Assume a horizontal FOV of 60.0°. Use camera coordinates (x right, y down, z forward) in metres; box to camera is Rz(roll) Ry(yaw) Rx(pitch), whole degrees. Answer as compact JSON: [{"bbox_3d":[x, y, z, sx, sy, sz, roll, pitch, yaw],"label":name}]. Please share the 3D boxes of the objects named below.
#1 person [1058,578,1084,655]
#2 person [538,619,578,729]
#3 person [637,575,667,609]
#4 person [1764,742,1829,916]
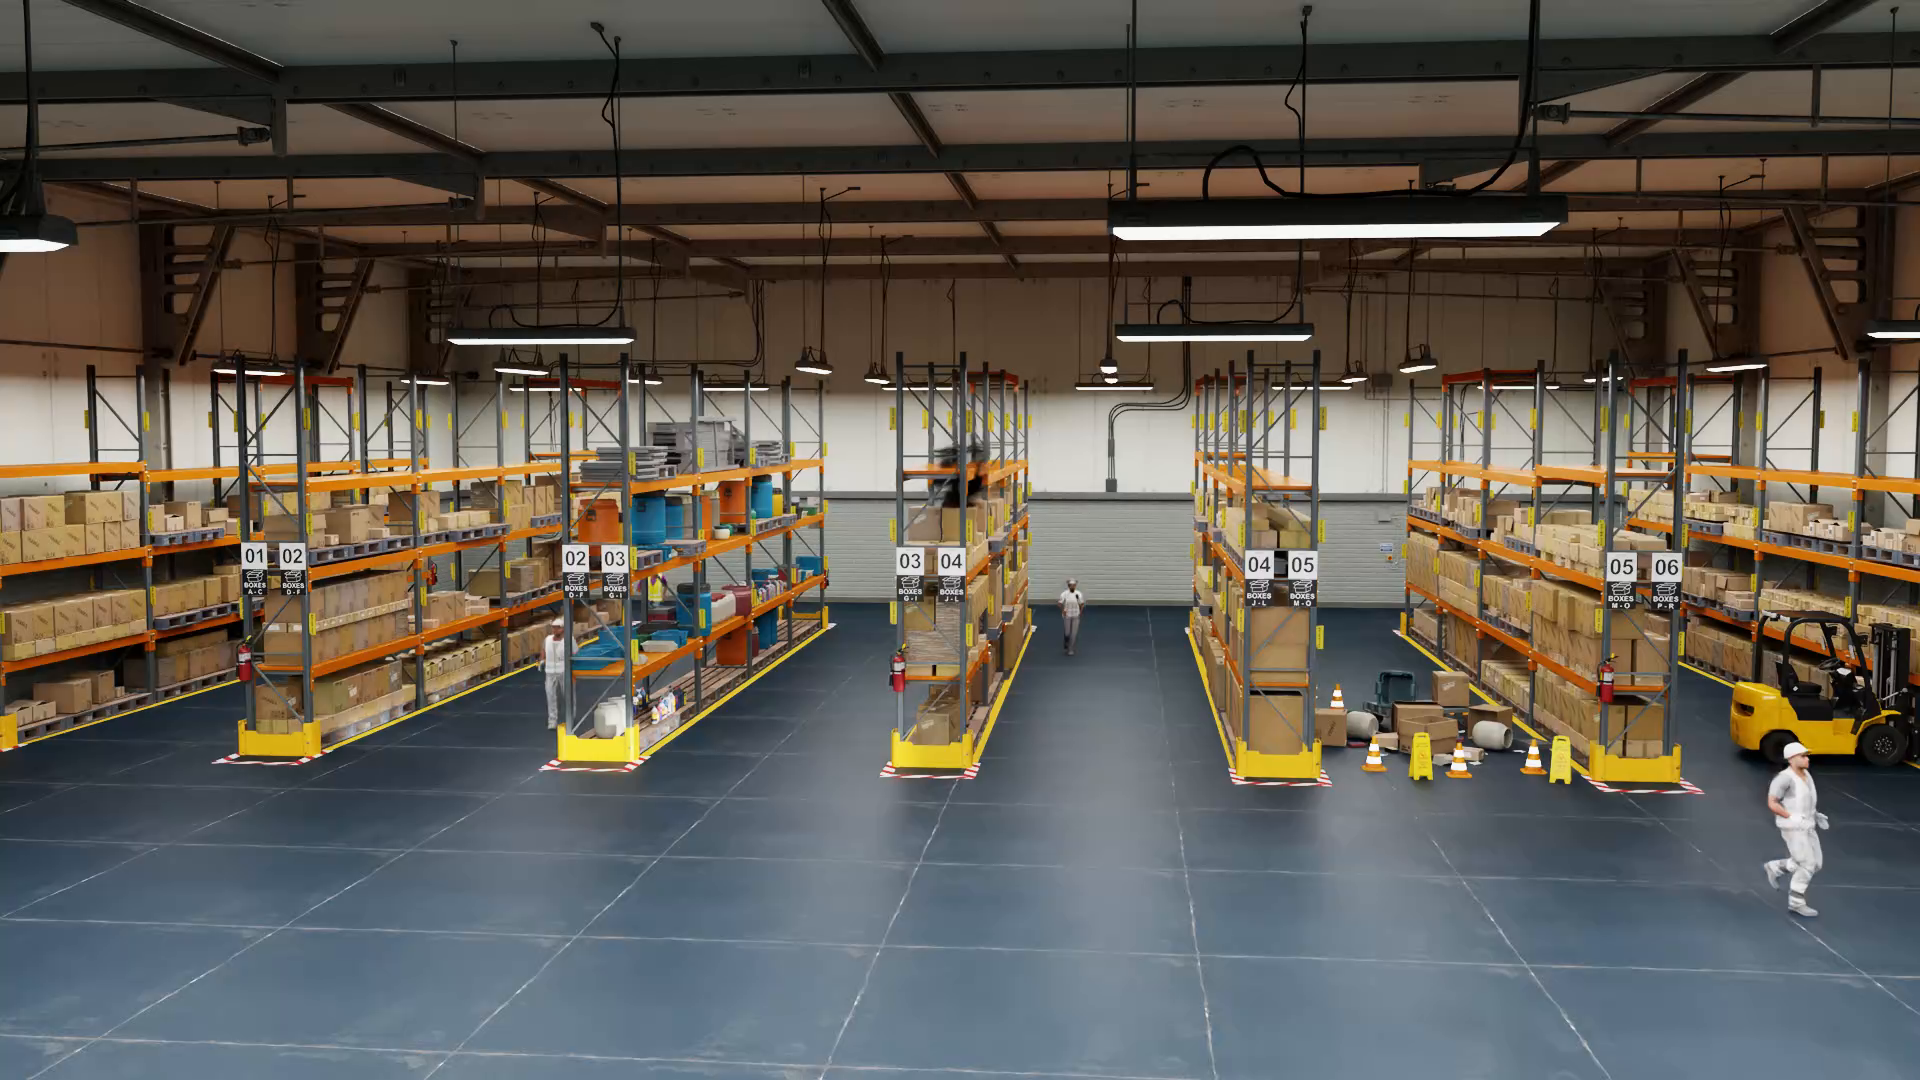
[{"bbox_3d":[2.400,1.637,35.731,0.564,1.655,0.548,0,4,-3],"label":"person"},{"bbox_3d":[-6.575,2.178,27.255,0.696,1.763,0.941,0,4,3],"label":"person"},{"bbox_3d":[-7.058,1.420,38.112,0.686,1.772,0.871,0,4,-7],"label":"person"},{"bbox_3d":[8.493,2.932,17.009,0.656,1.743,0.615,-3,5,-35],"label":"person"}]
